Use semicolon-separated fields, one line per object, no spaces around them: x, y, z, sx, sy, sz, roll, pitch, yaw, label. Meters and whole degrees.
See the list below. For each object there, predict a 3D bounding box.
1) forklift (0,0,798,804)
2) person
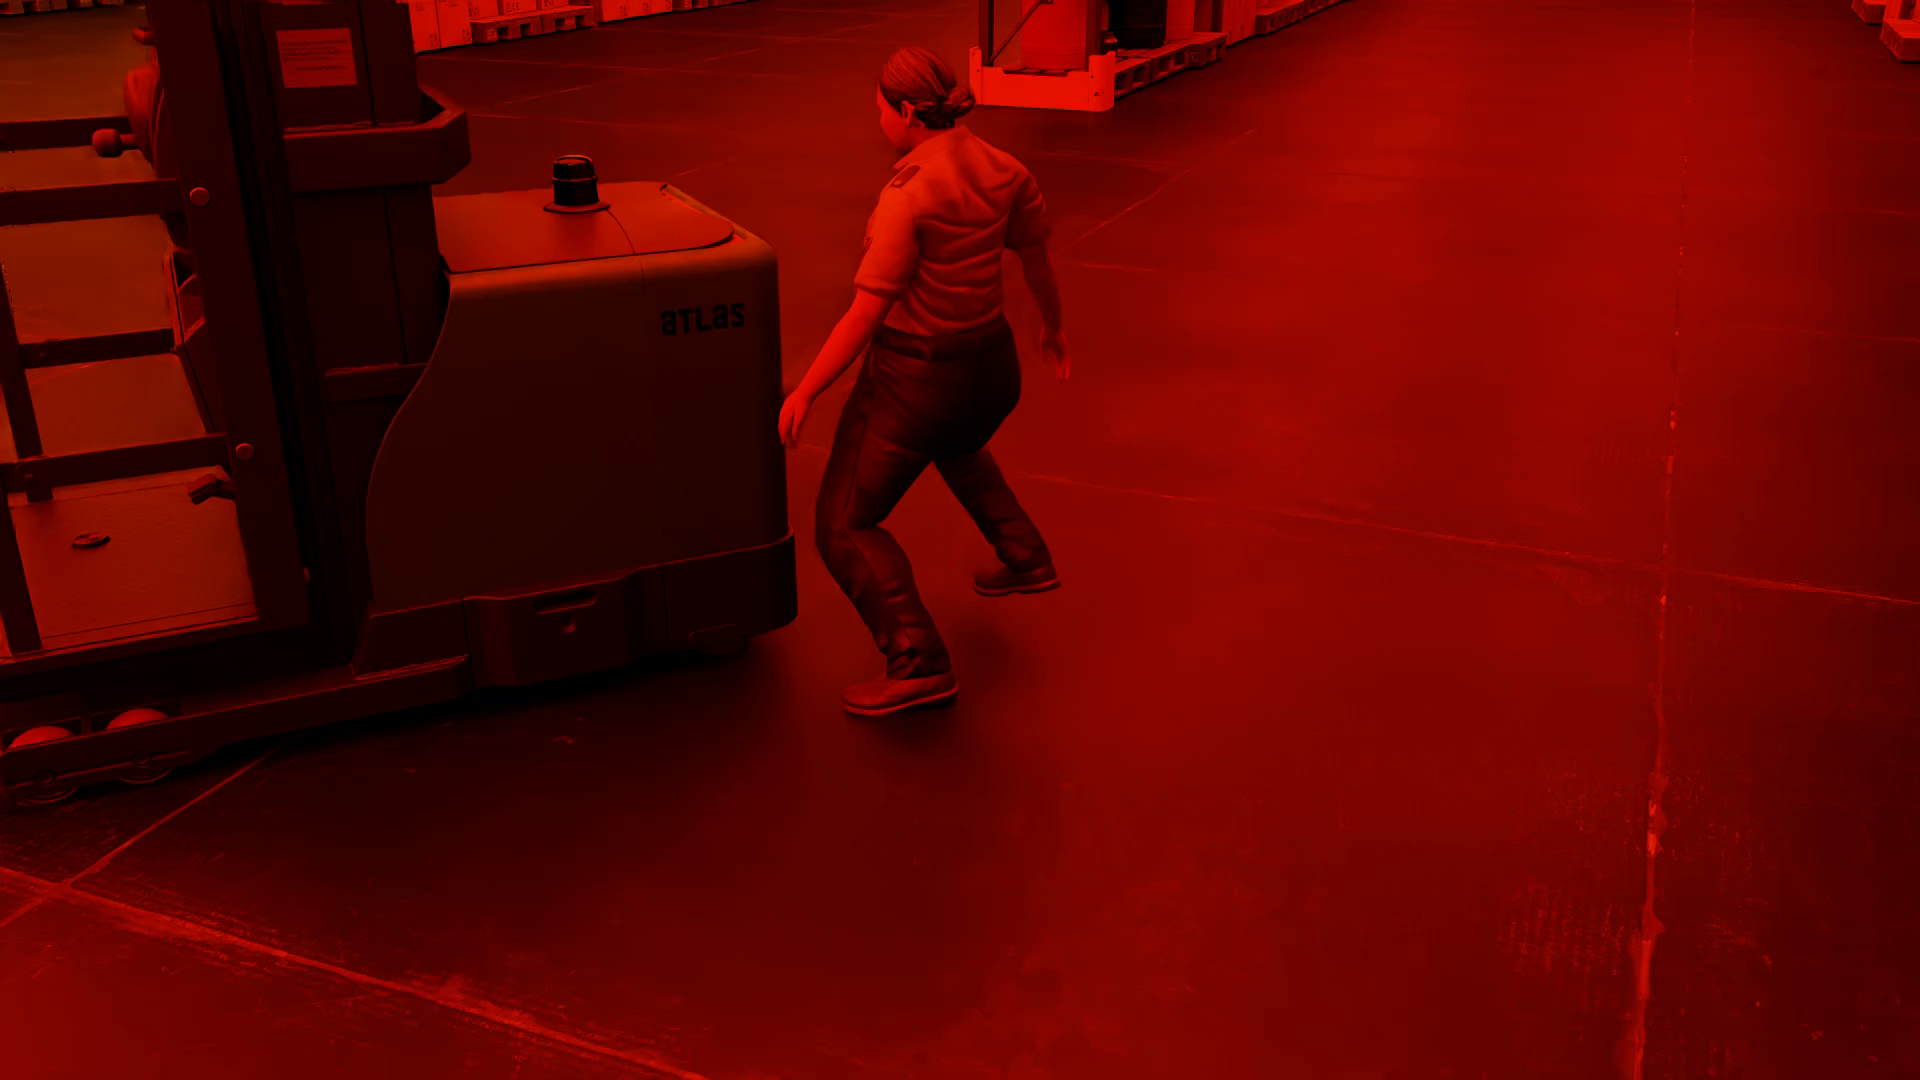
-1.991;-1.000;3.684;3.031;2.935;1.130;-10;25;-23;forklift
-0.058;-0.425;4.126;0.850;1.562;0.544;-20;30;-40;person
